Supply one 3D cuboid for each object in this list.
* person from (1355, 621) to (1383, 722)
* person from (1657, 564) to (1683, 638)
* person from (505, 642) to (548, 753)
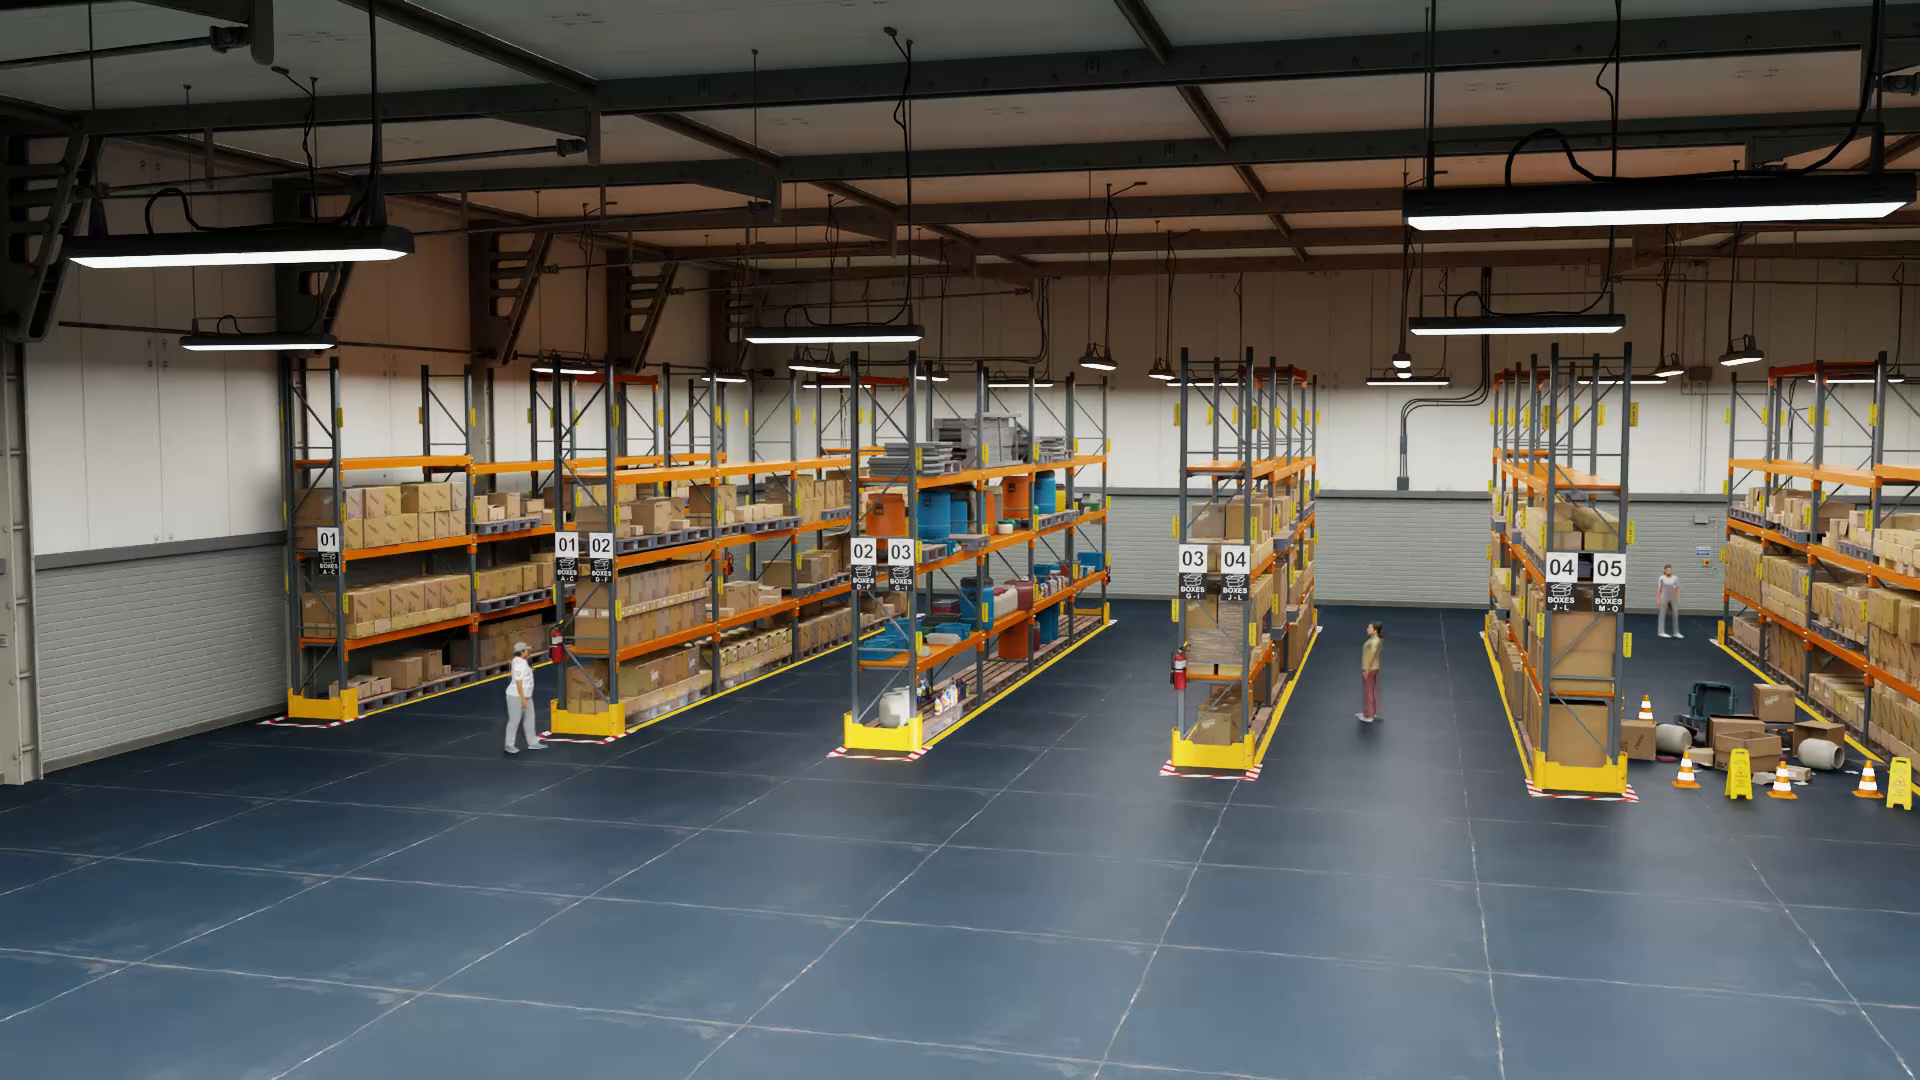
[{"bbox_3d":[6.727,2.152,27.465,0.508,1.668,0.514,3,5,31],"label":"person"},{"bbox_3d":[16.196,1.377,37.907,0.573,1.679,0.375,1,4,14],"label":"person"},{"bbox_3d":[-6.544,2.351,24.920,0.594,1.652,0.540,0,4,3],"label":"person"}]
